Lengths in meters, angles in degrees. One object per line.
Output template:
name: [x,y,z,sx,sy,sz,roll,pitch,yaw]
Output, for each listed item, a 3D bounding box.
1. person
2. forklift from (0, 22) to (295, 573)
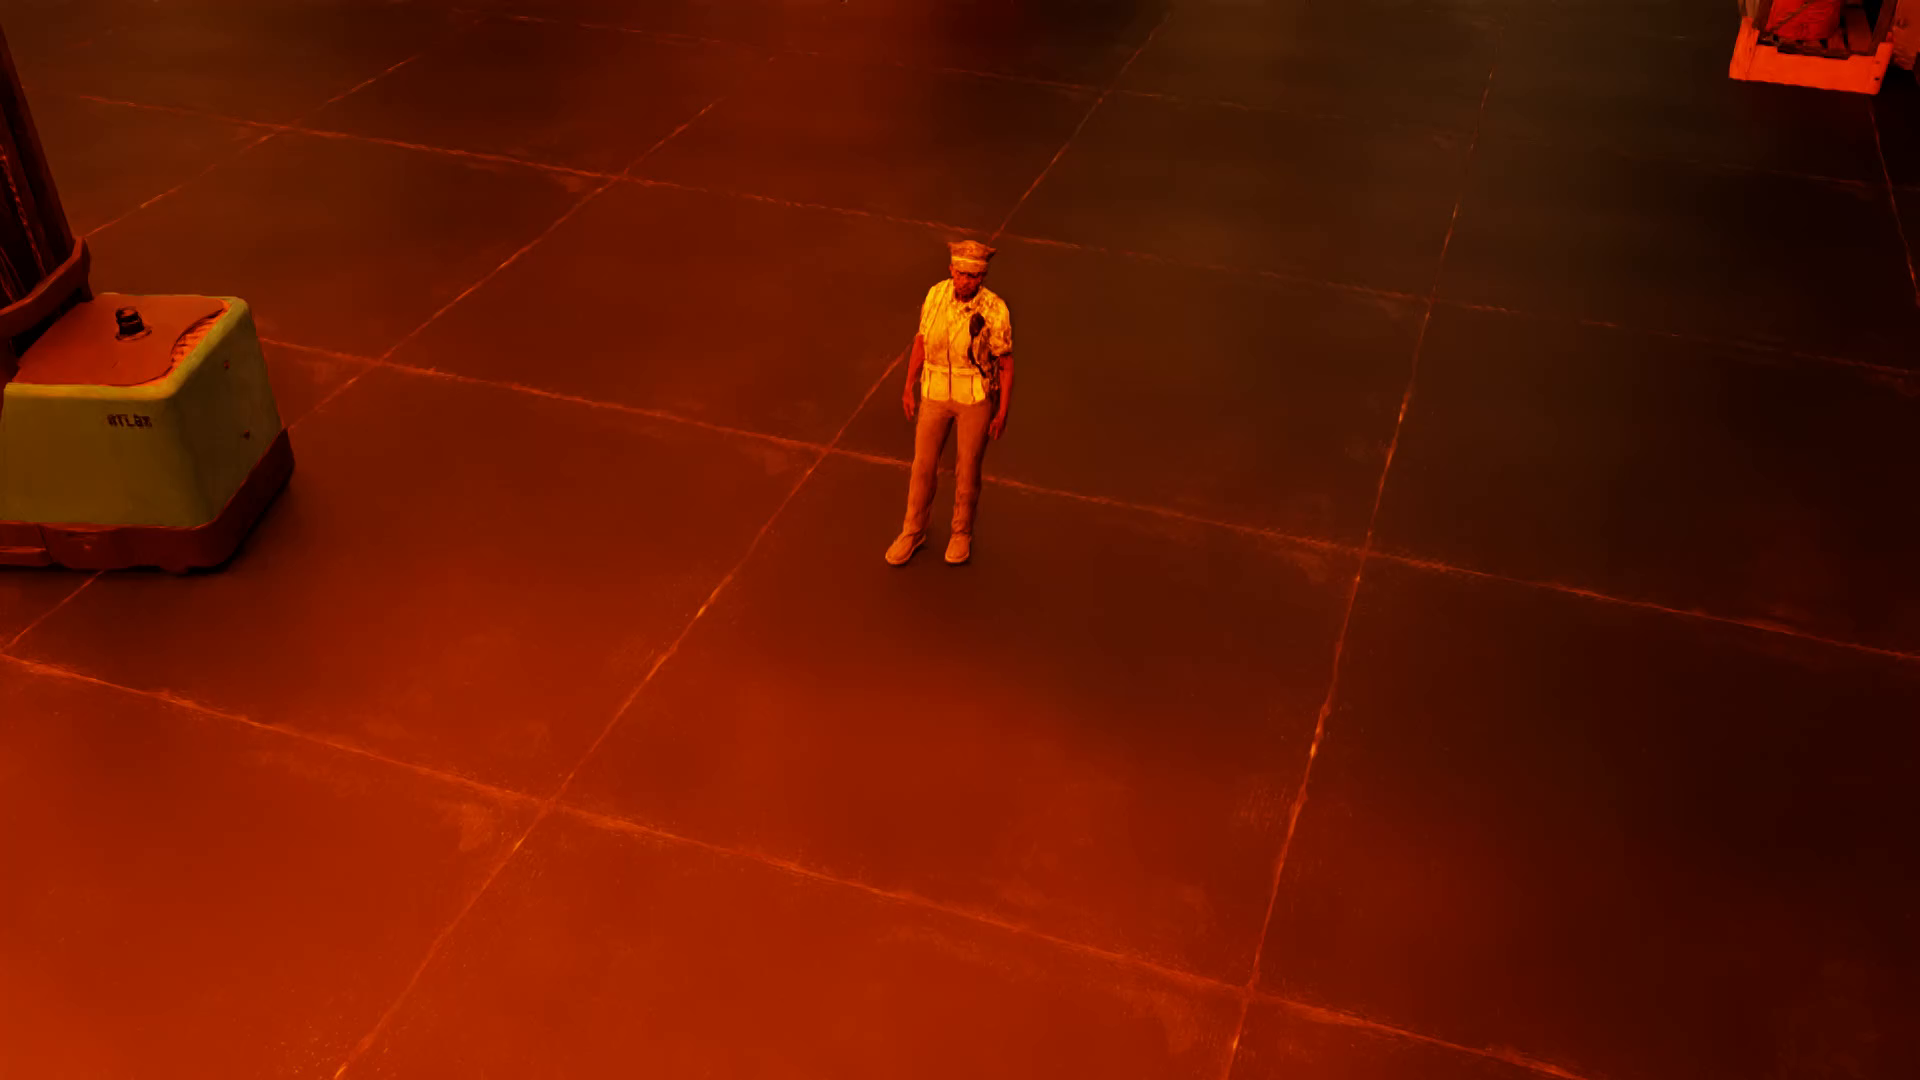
person: [-0.043,-0.661,8.098,0.570,1.695,0.529,12,37,16]
forklift: [-5.176,-1.346,8.010,3.031,2.935,1.130,2,35,2]
